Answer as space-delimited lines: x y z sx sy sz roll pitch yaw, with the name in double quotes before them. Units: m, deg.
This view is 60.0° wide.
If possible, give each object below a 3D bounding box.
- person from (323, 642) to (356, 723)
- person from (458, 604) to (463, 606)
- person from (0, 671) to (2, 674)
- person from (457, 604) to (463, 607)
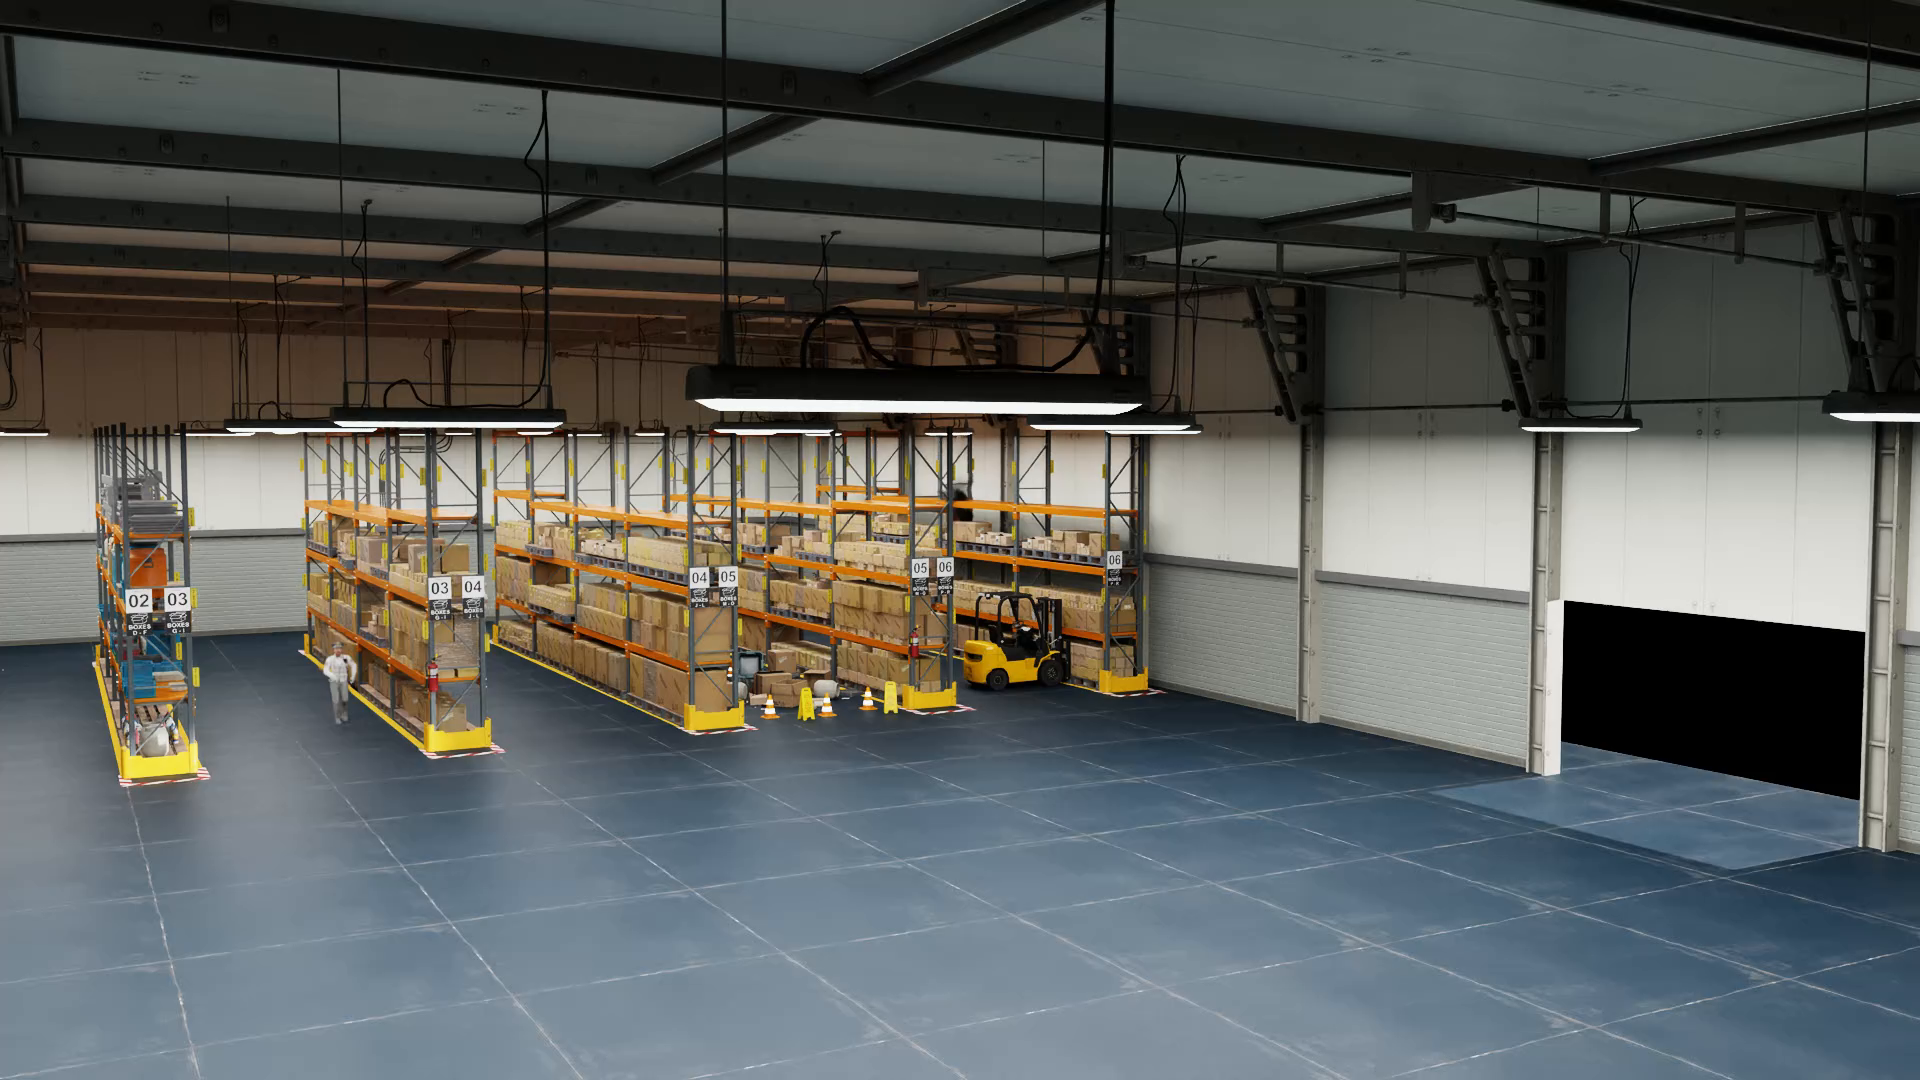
"person" -12.456 2.867 33.431 0.641 1.658 0.604 -2 4 -25
"person" -14.151 2.078 47.075 0.665 1.608 0.489 2 4 32
"person" -23.850 2.405 40.449 0.741 1.738 0.747 3 4 39
"person" -14.299 2.057 46.634 0.767 1.737 0.729 1 4 11
